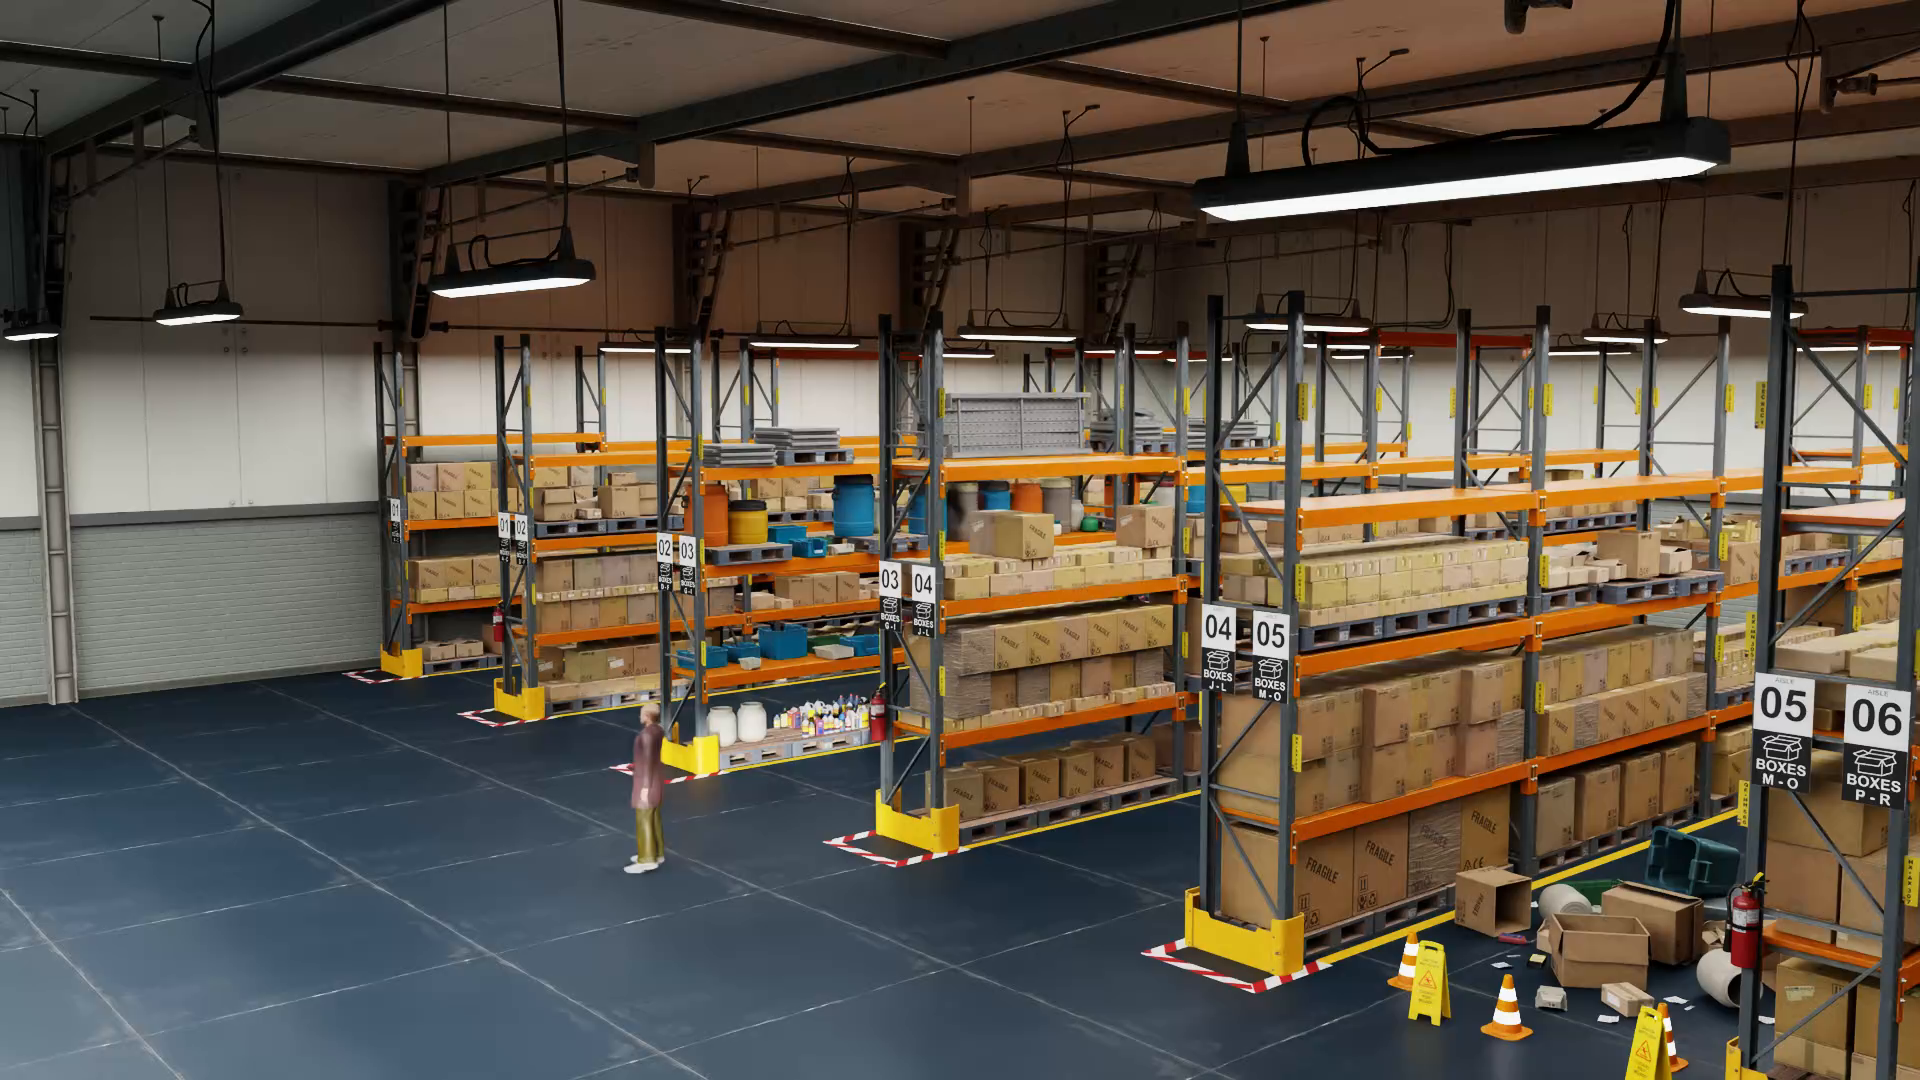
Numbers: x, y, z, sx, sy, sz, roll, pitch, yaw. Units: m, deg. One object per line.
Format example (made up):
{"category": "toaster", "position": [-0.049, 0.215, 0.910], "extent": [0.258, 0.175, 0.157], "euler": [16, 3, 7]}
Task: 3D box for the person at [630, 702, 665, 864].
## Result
{"category": "person", "position": [-3.368, 2.599, 17.940], "extent": [0.326, 1.704, 0.626], "euler": [0, 5, 4]}
